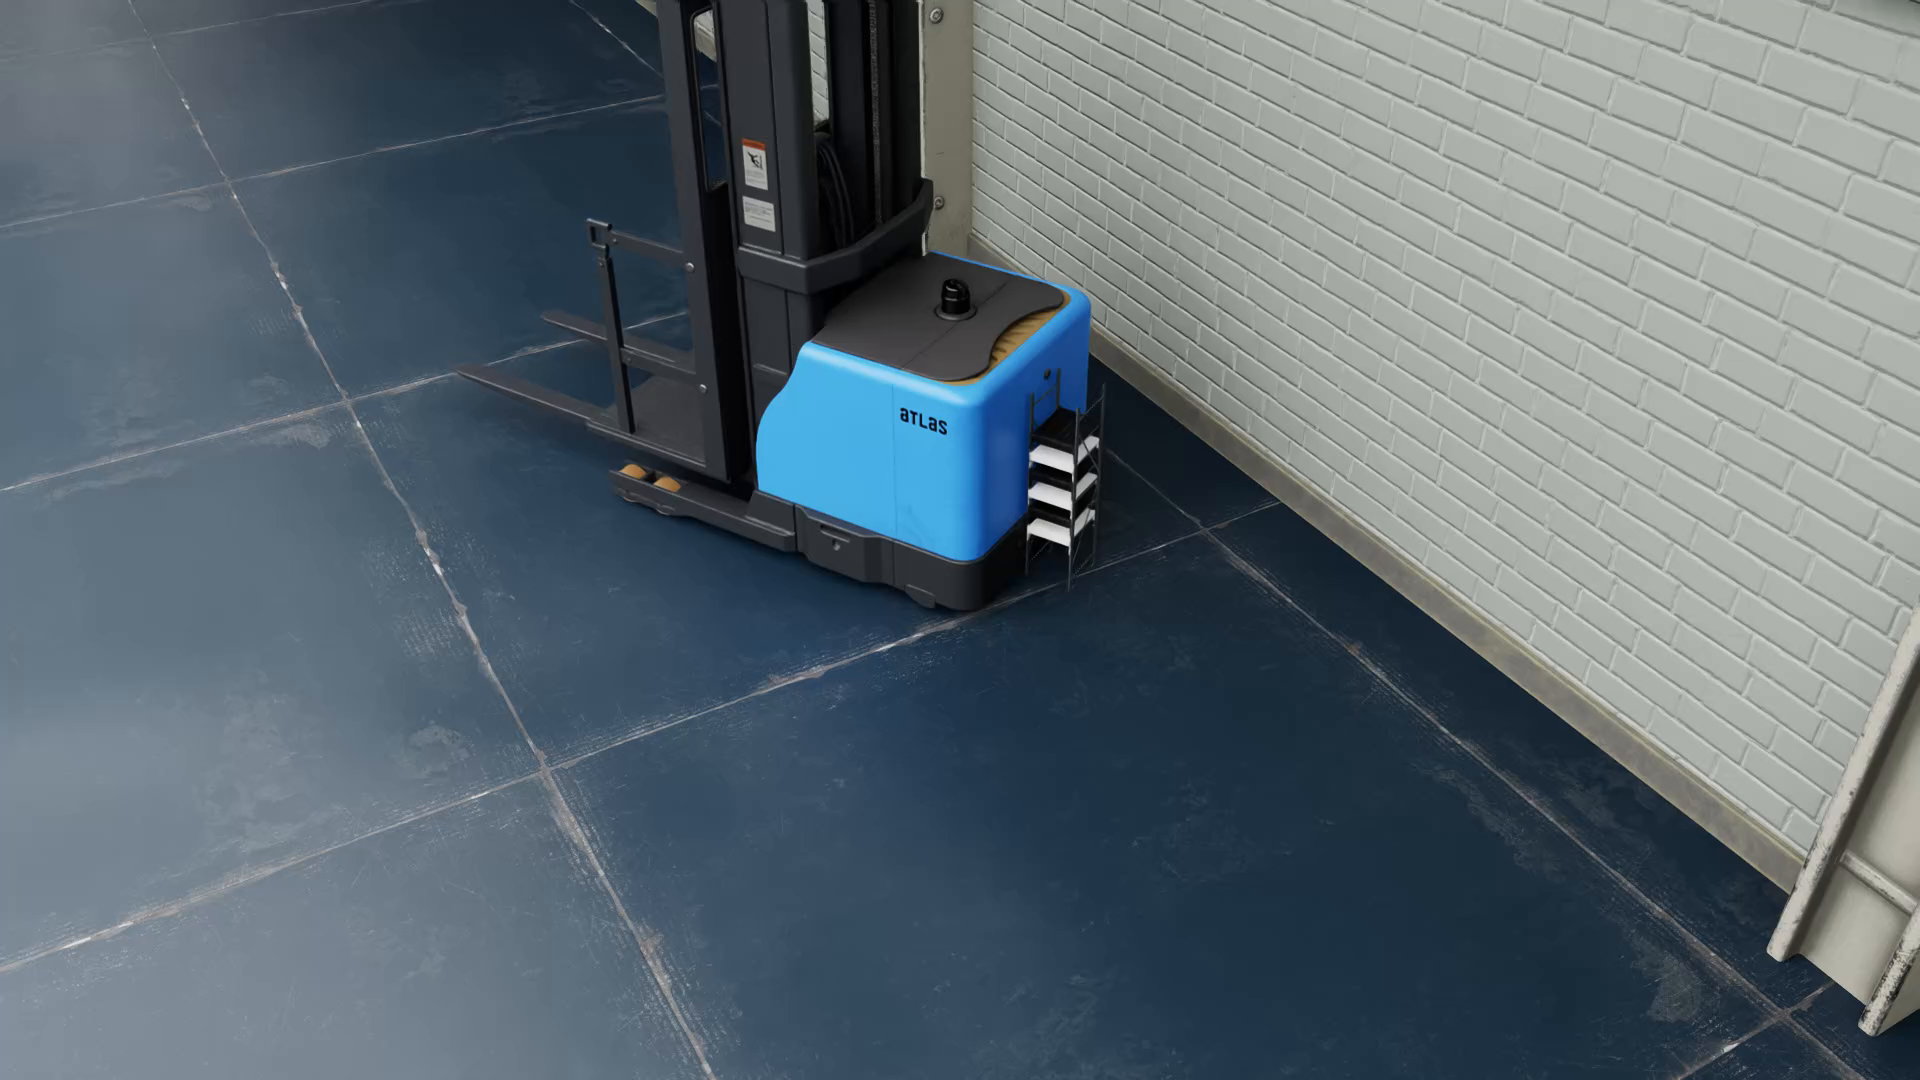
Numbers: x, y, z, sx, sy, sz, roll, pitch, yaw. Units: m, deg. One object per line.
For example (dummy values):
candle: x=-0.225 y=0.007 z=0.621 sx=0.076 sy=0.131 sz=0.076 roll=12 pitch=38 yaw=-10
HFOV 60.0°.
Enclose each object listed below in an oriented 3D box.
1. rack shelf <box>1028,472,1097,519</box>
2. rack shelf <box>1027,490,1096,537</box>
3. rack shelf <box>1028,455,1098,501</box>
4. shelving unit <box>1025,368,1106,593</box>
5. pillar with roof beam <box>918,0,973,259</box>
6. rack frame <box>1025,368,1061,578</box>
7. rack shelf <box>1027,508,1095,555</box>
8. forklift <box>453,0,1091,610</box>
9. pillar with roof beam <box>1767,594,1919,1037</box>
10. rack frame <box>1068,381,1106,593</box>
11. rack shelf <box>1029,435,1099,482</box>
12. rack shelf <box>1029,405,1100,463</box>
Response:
rack shelf: x=0.427 y=-0.208 z=6.828 sx=0.200 sy=0.077 sz=0.258 roll=20 pitch=40 yaw=25
rack shelf: x=0.427 y=-0.135 z=6.881 sx=0.200 sy=0.077 sz=0.258 roll=20 pitch=40 yaw=25
rack shelf: x=0.427 y=-0.280 z=6.775 sx=0.200 sy=0.077 sz=0.258 roll=20 pitch=40 yaw=25
shelving unit: x=0.427 y=-0.234 z=6.808 sx=0.210 sy=0.900 sz=0.258 roll=20 pitch=40 yaw=25
pillar with roof beam: x=-3.880 y=-4.025 z=5.132 sx=9.100 sy=9.000 sz=0.400 roll=-19 pitch=40 yaw=-24
rack frame: x=0.340 y=-0.265 z=6.850 sx=0.006 sy=0.900 sz=0.240 roll=20 pitch=40 yaw=25
rack shelf: x=0.427 y=-0.062 z=6.934 sx=0.200 sy=0.077 sz=0.258 roll=20 pitch=40 yaw=25
forklift: x=-0.974 y=-1.541 z=6.874 sx=3.031 sy=2.935 sz=1.130 roll=20 pitch=40 yaw=25
pillar with roof beam: x=-0.866 y=-0.965 z=0.942 sx=9.100 sy=9.000 sz=0.400 roll=-19 pitch=40 yaw=-24
rack frame: x=0.514 y=-0.204 z=6.766 sx=0.006 sy=0.900 sz=0.240 roll=20 pitch=40 yaw=25
rack shelf: x=0.427 y=-0.353 z=6.722 sx=0.200 sy=0.077 sz=0.258 roll=20 pitch=40 yaw=25
rack shelf: x=0.427 y=-0.426 z=6.668 sx=0.200 sy=0.077 sz=0.258 roll=20 pitch=40 yaw=25
